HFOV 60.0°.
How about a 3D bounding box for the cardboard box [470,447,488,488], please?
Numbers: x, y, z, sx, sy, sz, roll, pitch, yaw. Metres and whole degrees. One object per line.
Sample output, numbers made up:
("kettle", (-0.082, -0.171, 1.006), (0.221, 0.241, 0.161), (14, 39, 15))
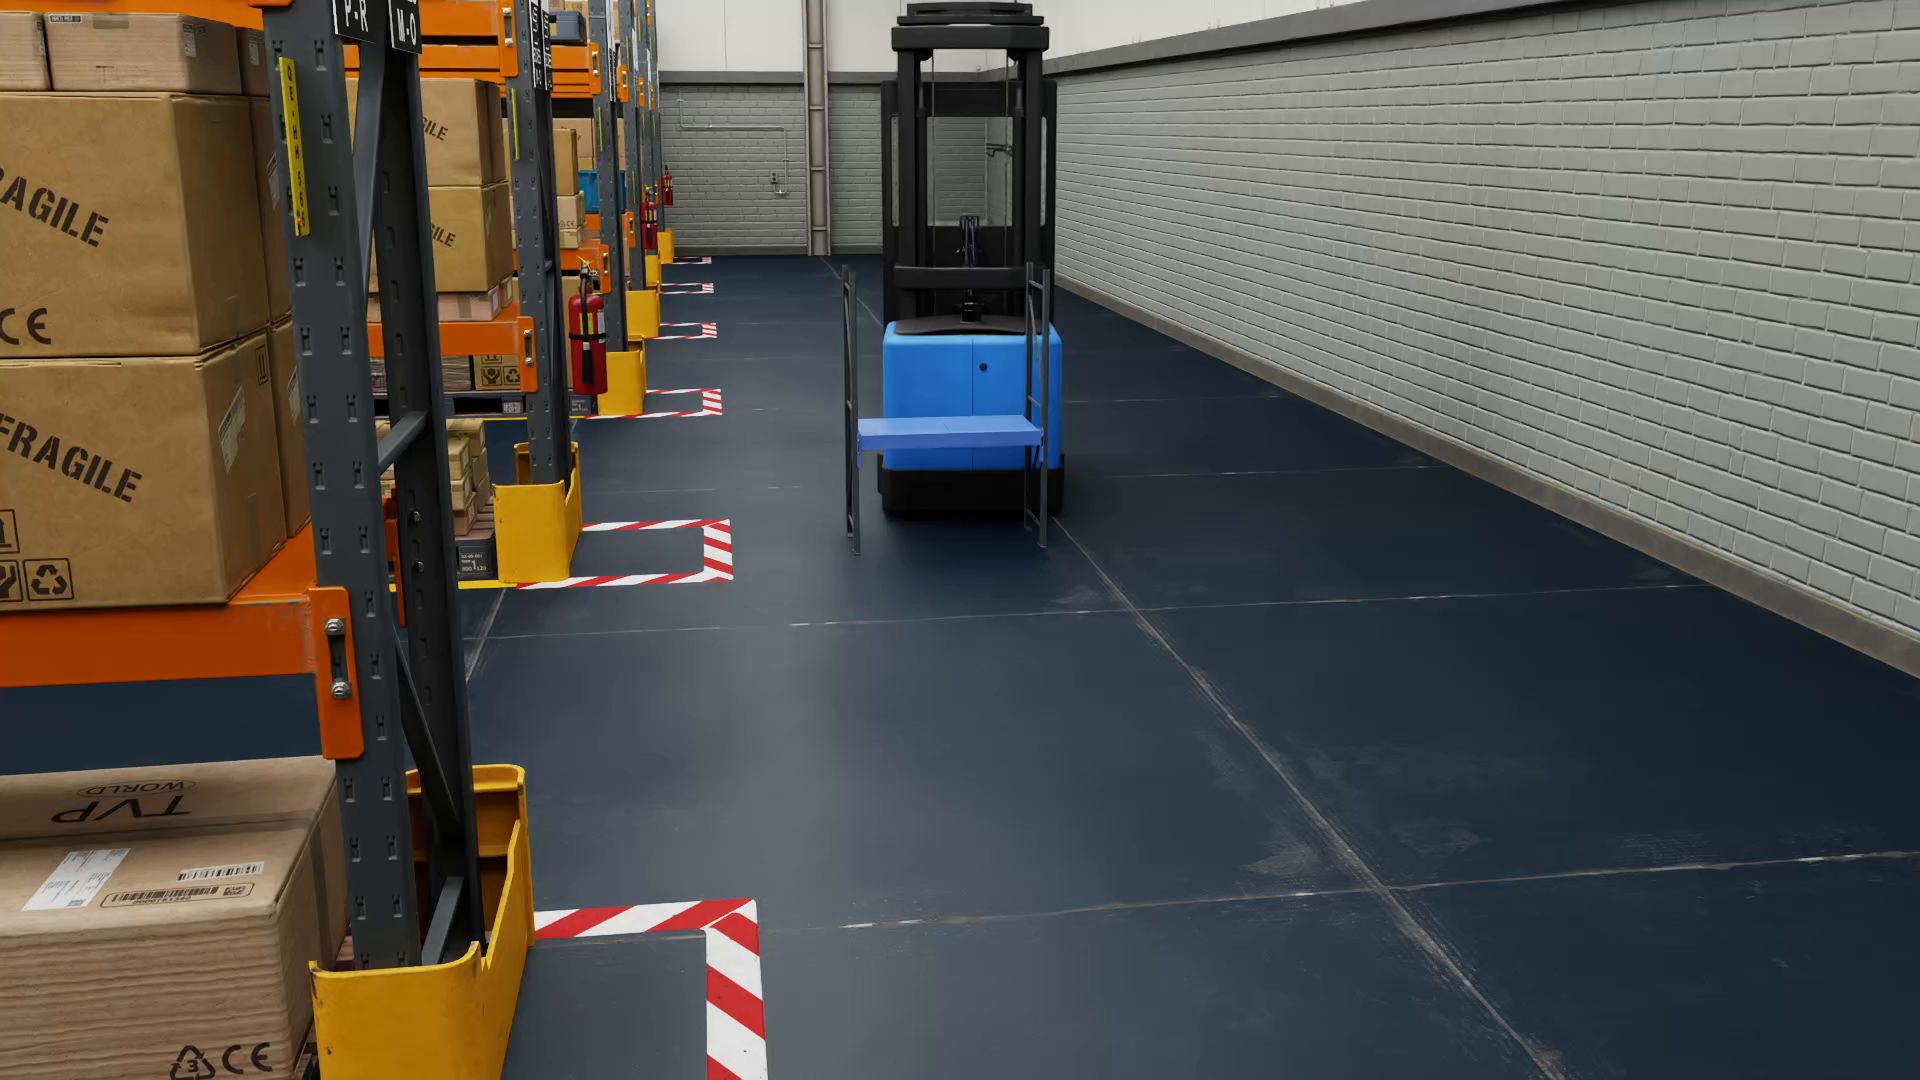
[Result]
("cardboard box", (-2.718, -0.391, 9.000), (0.250, 0.149, 0.380), (-1, 14, -6))

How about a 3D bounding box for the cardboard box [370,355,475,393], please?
("cardboard box", (-4.321, -1.677, 13.248), (0.875, 0.875, 0.875), (-2, 14, -8))

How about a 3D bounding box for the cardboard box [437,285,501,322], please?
("cardboard box", (-2.442, -1.181, 8.282), (0.250, 0.149, 0.380), (-2, 14, -8))

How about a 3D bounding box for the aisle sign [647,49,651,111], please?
("aisle sign", (-4.159, -6.152, 22.243), (0.004, 0.787, 0.394), (-2, 14, -8))

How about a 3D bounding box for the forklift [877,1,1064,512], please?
("forklift", (0.050, -1.889, 10.730), (1.130, 2.935, 3.031), (0, 14, -1))

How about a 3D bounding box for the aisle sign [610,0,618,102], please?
("aisle sign", (-2.774, -3.915, 13.323), (0.004, 0.787, 0.394), (-2, 14, -8))

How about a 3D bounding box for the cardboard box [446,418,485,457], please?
("cardboard box", (-2.730, -0.555, 9.043), (0.250, 0.149, 0.380), (-3, 14, -11))

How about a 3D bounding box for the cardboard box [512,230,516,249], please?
("cardboard box", (-3.360, -2.356, 12.966), (0.250, 0.149, 0.380), (-2, 14, -8))

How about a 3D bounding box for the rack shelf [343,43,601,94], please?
("rack shelf", (-4.778, -3.613, 12.775), (4.000, 0.370, 1.077), (-2, 14, -8))

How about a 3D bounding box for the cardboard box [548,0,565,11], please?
("cardboard box", (-3.306, -4.303, 12.775), (0.500, 0.500, 0.700), (-3, 14, -12))

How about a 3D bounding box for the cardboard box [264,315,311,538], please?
("cardboard box", (-1.841, -0.296, 4.030), (0.500, 0.500, 0.500), (-2, 14, -9))

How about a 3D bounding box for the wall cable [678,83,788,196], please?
("wall cable", (-3.889, -6.921, 28.563), (1.851, 1.984, 0.084), (-2, 14, -8))

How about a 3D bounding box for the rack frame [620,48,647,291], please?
("rack frame", (-3.538, -3.771, 18.092), (0.127, 3.000, 1.000), (-2, 14, -8))

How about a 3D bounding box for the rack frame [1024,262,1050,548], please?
("rack frame", (0.418, -0.743, 9.101), (0.032, 1.500, 0.500), (-2, 14, -8))

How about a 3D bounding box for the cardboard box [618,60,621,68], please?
("cardboard box", (-4.741, -6.263, 22.170), (0.500, 0.250, 0.500), (-2, 14, -8))

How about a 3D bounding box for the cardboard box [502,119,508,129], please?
("cardboard box", (-6.191, -5.357, 22.154), (0.500, 0.500, 0.500), (-2, 14, -7))

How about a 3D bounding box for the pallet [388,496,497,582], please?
("pallet", (-3.045, -0.007, 8.814), (1.213, 0.211, 1.003), (-2, 14, -8))

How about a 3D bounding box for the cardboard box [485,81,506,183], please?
("cardboard box", (-2.645, -2.108, 8.589), (0.500, 0.500, 0.500), (-2, 14, -9))

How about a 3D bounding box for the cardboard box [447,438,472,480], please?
("cardboard box", (-2.647, -0.412, 8.473), (0.250, 0.149, 0.380), (-2, 14, -8))

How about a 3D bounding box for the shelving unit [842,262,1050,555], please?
("shelving unit", (-0.084, -0.724, 9.027), (1.048, 1.500, 0.538), (-2, 14, -8))

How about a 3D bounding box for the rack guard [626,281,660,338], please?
("rack guard", (-3.516, -2.563, 18.412), (0.348, 0.500, 1.175), (-2, 14, -8))

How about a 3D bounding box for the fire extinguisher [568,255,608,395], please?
("fire extinguisher", (-1.843, -1.063, 8.218), (0.183, 0.674, 0.296), (-2, 14, -8))

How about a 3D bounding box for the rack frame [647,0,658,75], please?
("rack frame", (-5.014, -9.064, 26.864), (0.127, 3.000, 1.000), (-2, 14, -8))

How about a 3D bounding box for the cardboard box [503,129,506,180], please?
("cardboard box", (-3.810, -3.044, 13.350), (0.500, 0.500, 0.500), (-2, 14, -10))

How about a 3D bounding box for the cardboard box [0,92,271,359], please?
("cardboard box", (-1.765, -0.655, 3.405), (0.500, 0.500, 0.500), (-2, 14, -6))

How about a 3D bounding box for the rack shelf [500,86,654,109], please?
("rack shelf", (-6.992, -7.188, 27.028), (4.000, 0.370, 1.077), (-2, 14, -8))

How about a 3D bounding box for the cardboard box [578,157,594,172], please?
("cardboard box", (-5.187, -4.910, 22.427), (0.500, 0.500, 0.500), (-2, 14, -8))

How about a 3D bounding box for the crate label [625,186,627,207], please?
("crate label", (-3.831, -3.789, 18.385), (0.303, 0.233, 0.416), (-2, 14, -8))

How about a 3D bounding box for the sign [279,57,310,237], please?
("sign", (-1.257, -0.741, 3.144), (0.005, 0.325, 0.100), (-2, 14, -8))

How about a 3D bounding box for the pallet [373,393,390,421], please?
("pallet", (-4.783, -1.136, 13.317), (1.213, 0.211, 1.003), (-2, 14, -8))

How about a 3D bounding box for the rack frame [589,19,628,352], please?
("rack frame", (-2.800, -2.580, 13.341), (0.127, 3.000, 1.000), (-2, 14, -8))

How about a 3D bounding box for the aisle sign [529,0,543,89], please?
("aisle sign", (-2.044, -2.574, 7.976), (0.004, 0.787, 0.394), (-2, 14, -8))

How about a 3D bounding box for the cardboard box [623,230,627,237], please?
("cardboard box", (-5.691, -5.096, 27.650), (0.500, 0.500, 0.700), (-2, 14, -8))

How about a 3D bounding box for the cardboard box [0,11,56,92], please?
("cardboard box", (-1.896, -0.968, 3.320), (0.250, 0.149, 0.380), (-2, 14, -7))

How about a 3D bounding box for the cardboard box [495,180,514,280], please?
("cardboard box", (-2.646, -1.626, 8.721), (0.500, 0.500, 0.500), (-1, 14, -6))

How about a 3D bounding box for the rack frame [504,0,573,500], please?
("rack frame", (-2.161, -1.383, 8.570), (0.127, 3.000, 1.000), (-2, 14, -8))

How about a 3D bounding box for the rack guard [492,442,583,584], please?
("rack guard", (-2.236, -0.168, 8.863), (0.348, 0.500, 1.175), (-2, 14, -8))

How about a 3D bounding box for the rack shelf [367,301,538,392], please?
("rack shelf", (-4.139, -0.961, 8.368), (4.000, 0.370, 1.077), (-2, 14, -8))

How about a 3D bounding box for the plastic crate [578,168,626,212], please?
("plastic crate", (-3.841, -3.760, 17.853), (0.499, 0.435, 0.616), (-2, 14, -8))

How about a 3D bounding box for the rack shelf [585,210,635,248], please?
("rack shelf", (-5.516, -3.350, 17.891), (4.000, 0.370, 1.077), (-2, 14, -8))
